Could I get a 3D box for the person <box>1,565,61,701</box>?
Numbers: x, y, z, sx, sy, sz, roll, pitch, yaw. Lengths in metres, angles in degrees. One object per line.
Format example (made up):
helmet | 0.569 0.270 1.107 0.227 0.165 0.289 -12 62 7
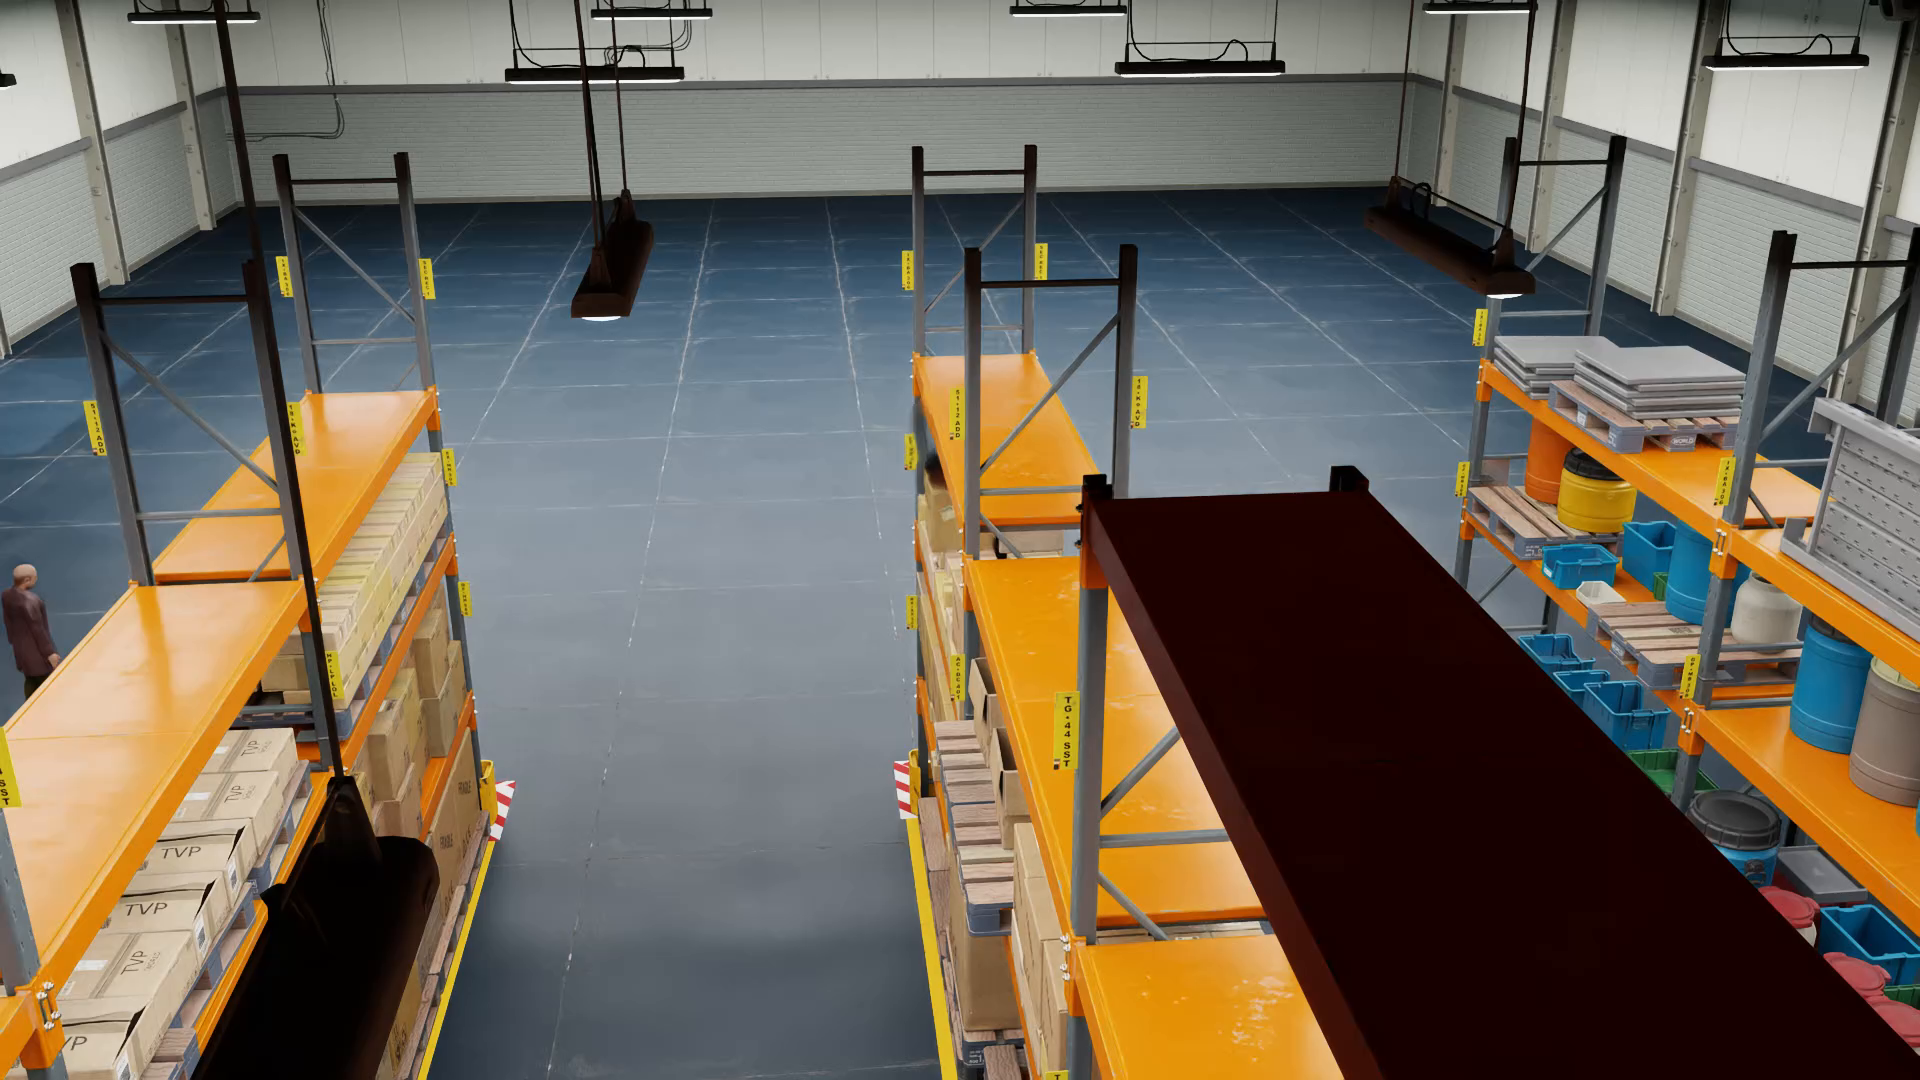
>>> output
person | -9.165 1.070 16.524 0.670 1.781 0.402 16 27 35
